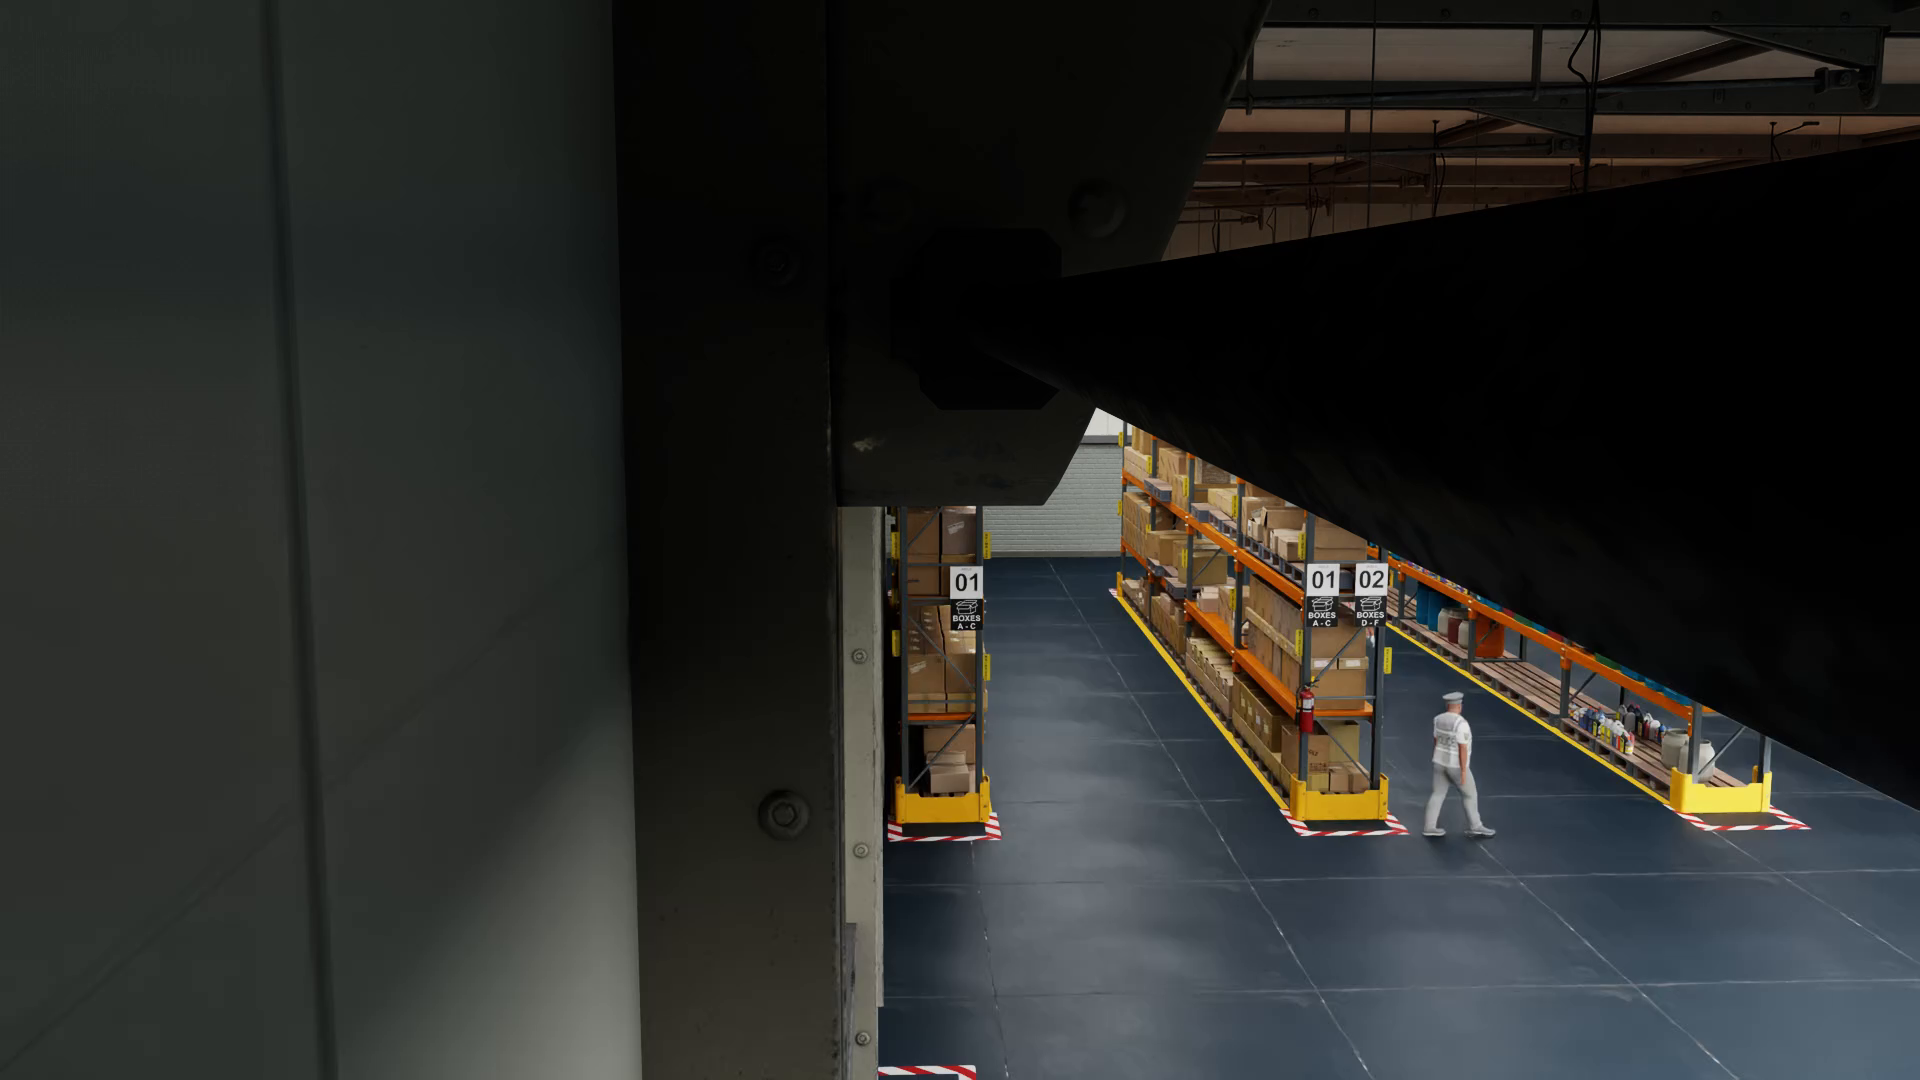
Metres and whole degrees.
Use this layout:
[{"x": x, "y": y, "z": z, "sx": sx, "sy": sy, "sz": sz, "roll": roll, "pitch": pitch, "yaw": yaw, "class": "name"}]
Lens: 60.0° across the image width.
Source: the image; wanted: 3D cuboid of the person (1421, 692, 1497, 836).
[{"x": 5.945, "y": 2.682, "z": 19.896, "sx": 0.891, "sy": 1.704, "sz": 0.624, "roll": -6, "pitch": 10, "yaw": -36, "class": "person"}]

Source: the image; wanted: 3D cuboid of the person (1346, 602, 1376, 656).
[{"x": 6.567, "y": 1.620, "z": 27.311, "sx": 0.520, "sy": 1.717, "sz": 1.105, "roll": -1, "pitch": 8, "yaw": -8, "class": "person"}]
